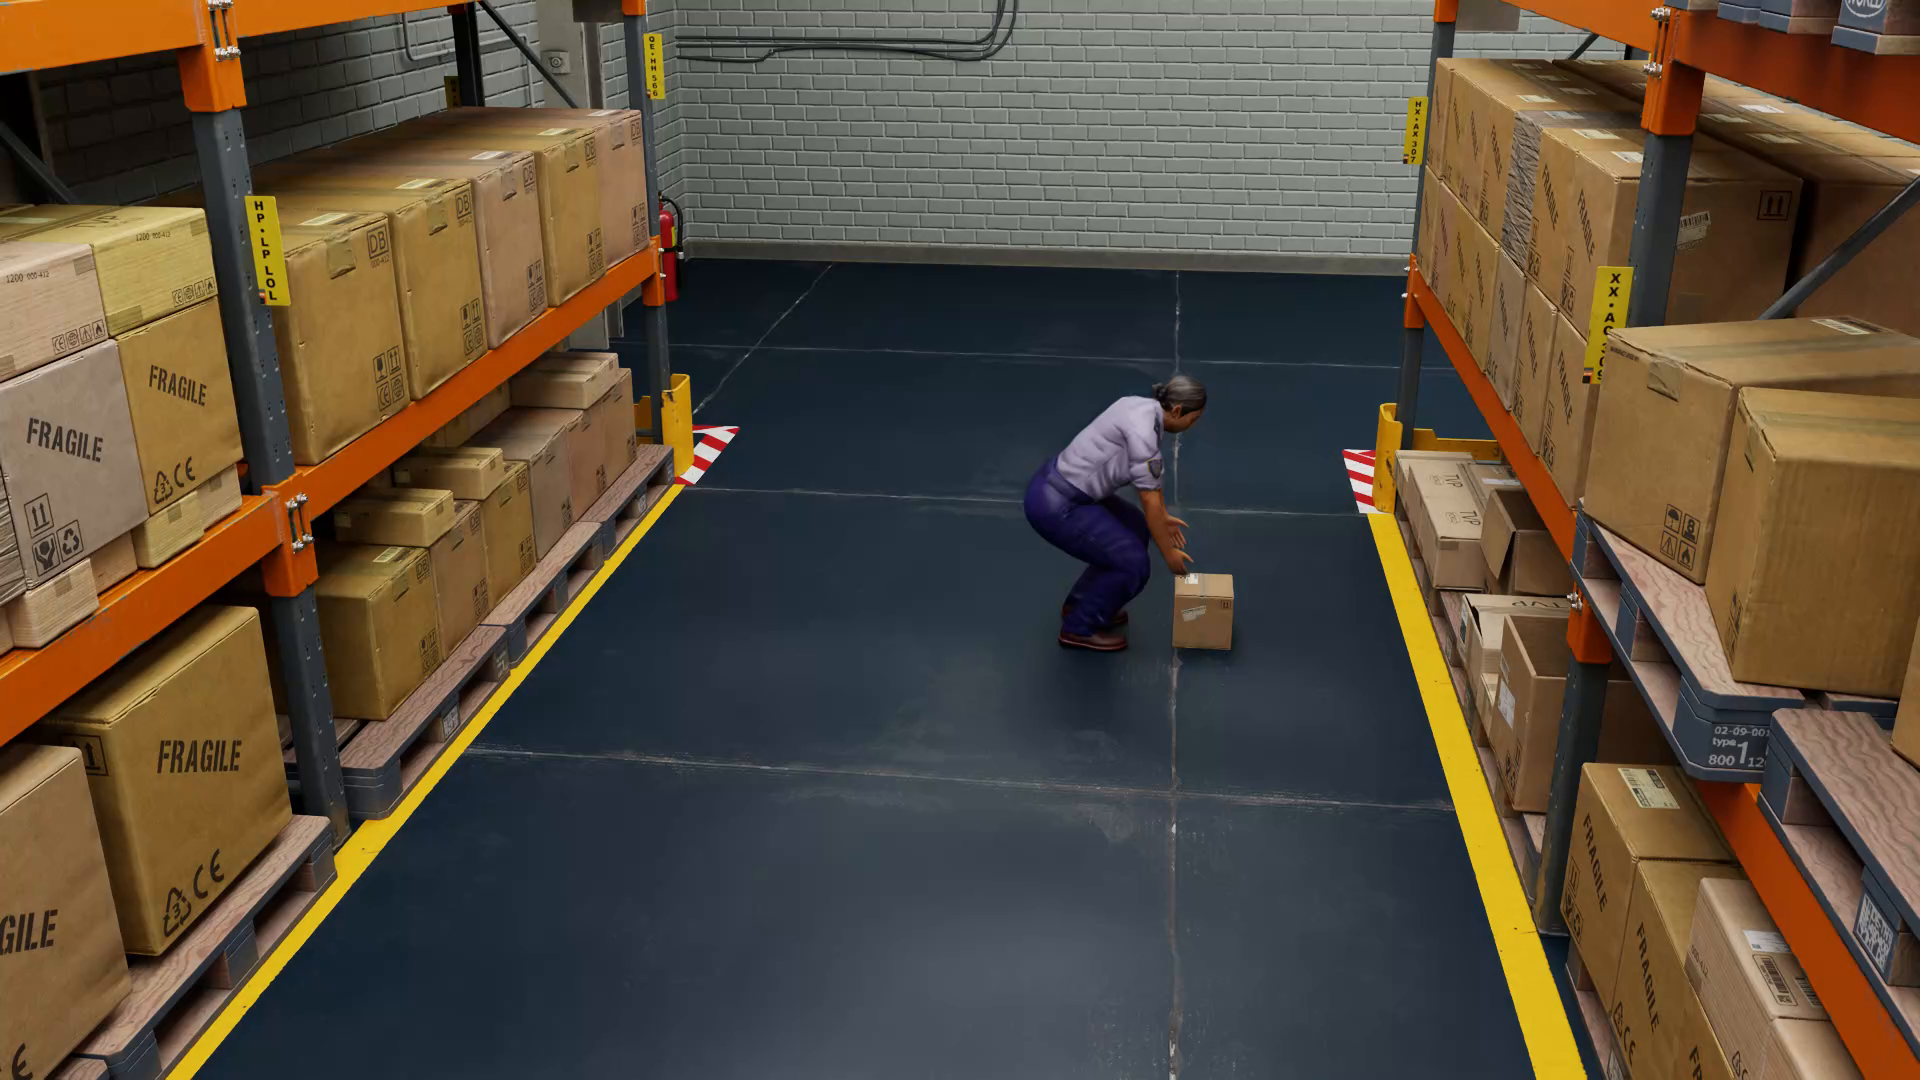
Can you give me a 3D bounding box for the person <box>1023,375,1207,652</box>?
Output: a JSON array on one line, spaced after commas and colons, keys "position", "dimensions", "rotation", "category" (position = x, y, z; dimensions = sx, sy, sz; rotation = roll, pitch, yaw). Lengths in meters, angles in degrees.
[{"position": [0.655, -0.141, 7.135], "dimensions": [0.752, 1.169, 0.540], "rotation": [2, 21, 6], "category": "person"}]
